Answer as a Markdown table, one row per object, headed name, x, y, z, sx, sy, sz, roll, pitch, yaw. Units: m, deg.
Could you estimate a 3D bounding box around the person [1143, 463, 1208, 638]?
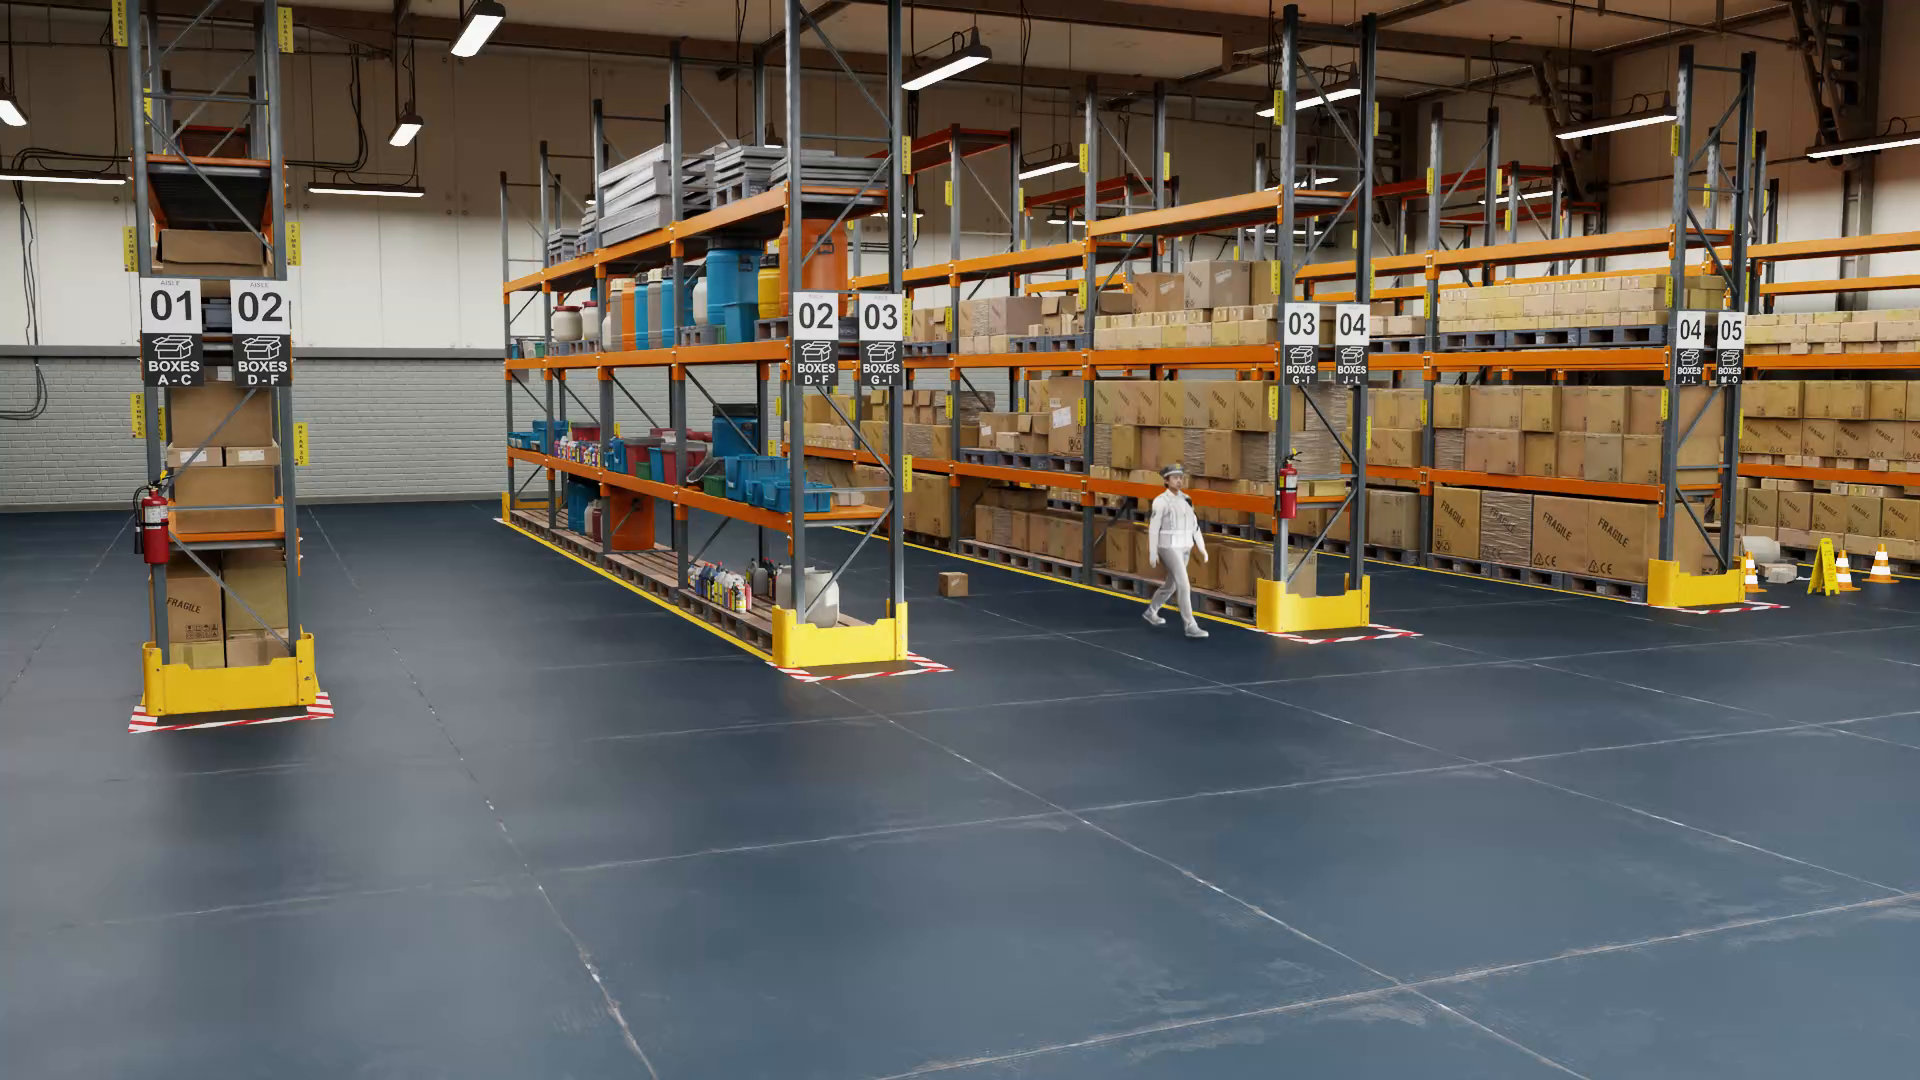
| name | x | y | z | sx | sy | sz | roll | pitch | yaw |
| --- | --- | --- | --- | --- | --- | --- | --- | --- | --- |
| person | 2.103 | 0.076 | 16.015 | 0.481 | 1.638 | 0.984 | -4 | 7 | -38 |
